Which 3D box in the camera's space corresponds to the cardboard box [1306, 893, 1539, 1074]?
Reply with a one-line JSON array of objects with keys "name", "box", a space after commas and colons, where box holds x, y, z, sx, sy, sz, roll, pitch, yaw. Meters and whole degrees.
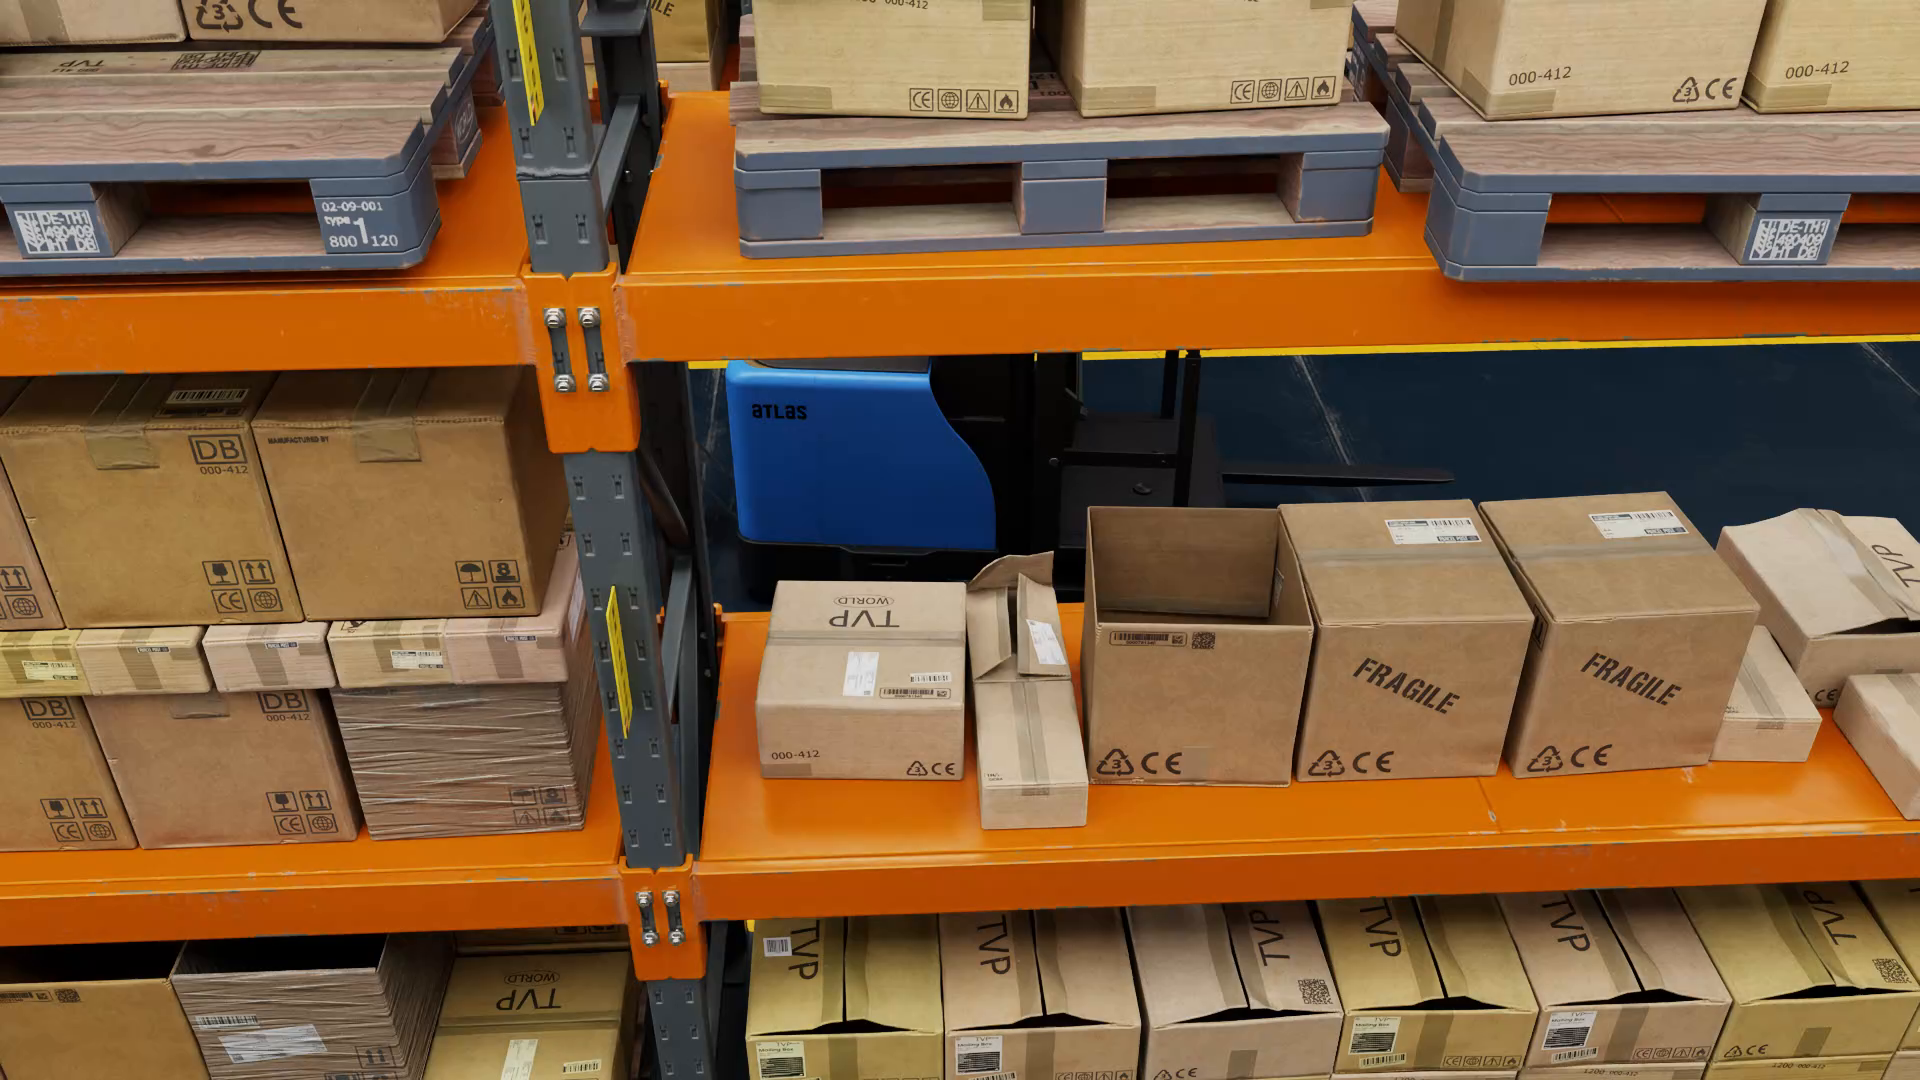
[{"name": "cardboard box", "box": [1.233, 1.143, 4.518, 0.500, 0.311, 0.500, -1, 35, -1]}]

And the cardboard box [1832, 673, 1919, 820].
[{"name": "cardboard box", "box": [2.383, 0.504, 4.107, 0.250, 0.149, 0.380, -2, 35, -2]}]

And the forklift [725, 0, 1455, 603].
[{"name": "forklift", "box": [0.626, -1.182, 6.383, 3.031, 2.935, 1.130, 2, 35, 3]}]

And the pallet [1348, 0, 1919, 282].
[{"name": "pallet", "box": [1.478, -0.836, 3.352, 1.213, 0.211, 1.003, 0, 35, 0]}]

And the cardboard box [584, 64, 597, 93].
[{"name": "cardboard box", "box": [-1.922, -2.242, 7.967, 0.500, 0.250, 0.500, -1, 35, -2]}]

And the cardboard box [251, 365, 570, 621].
[{"name": "cardboard box", "box": [-1.170, -0.232, 3.722, 0.500, 0.500, 0.700, -1, 35, -2]}]

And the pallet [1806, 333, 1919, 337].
[{"name": "pallet", "box": [5.037, -1.460, 9.174, 1.213, 0.211, 1.003, -2, 35, -2]}]

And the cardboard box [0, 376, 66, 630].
[{"name": "cardboard box", "box": [-2.175, -0.205, 3.682, 0.500, 0.500, 0.700, -2, 35, -2]}]

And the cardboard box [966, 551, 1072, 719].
[{"name": "cardboard box", "box": [0.143, 0.254, 4.365, 0.258, 0.266, 0.396, -2, 35, -3]}]

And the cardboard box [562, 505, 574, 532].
[{"name": "cardboard box", "box": [-1.004, -0.084, 4.077, 0.250, 0.149, 0.380, -2, 35, -2]}]

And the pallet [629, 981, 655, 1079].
[{"name": "pallet", "box": [-1.523, 1.471, 4.939, 1.213, 0.211, 1.003, -2, 35, -2]}]

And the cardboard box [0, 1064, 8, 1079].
[{"name": "cardboard box", "box": [-2.678, 1.157, 4.330, 0.500, 0.500, 0.500, -2, 35, -2]}]

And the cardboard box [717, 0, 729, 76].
[{"name": "cardboard box", "box": [-1.445, -2.545, 8.405, 0.500, 0.250, 0.500, -1, 35, -2]}]

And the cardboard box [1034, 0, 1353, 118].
[{"name": "cardboard box", "box": [0.438, -1.045, 3.251, 0.500, 0.250, 0.500, -5, 35, -7]}]

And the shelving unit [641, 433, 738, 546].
[{"name": "shelving unit", "box": [-1.367, -0.490, 7.014, 0.189, 1.200, 0.258, -31, 28, 22]}]

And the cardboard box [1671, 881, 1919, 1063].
[{"name": "cardboard box", "box": [2.238, 1.118, 4.553, 0.500, 0.311, 0.500, -2, 35, -3]}]

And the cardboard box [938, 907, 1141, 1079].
[{"name": "cardboard box", "box": [0.198, 1.174, 4.472, 0.500, 0.311, 0.500, -2, 35, -3]}]

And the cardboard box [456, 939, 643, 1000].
[{"name": "cardboard box", "box": [-1.204, 1.125, 5.036, 0.500, 0.250, 0.500, -2, 35, -2]}]

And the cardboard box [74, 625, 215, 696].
[{"name": "cardboard box", "box": [-1.759, 0.170, 3.711, 0.250, 0.149, 0.380, -2, 35, -2]}]

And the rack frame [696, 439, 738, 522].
[{"name": "rack frame", "box": [-1.294, -0.534, 6.980, 0.006, 1.200, 0.240, -31, 28, 22]}]

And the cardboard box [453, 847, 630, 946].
[{"name": "cardboard box", "box": [-1.205, 0.811, 4.831, 0.500, 0.500, 0.500, -2, 35, -2]}]

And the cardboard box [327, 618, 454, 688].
[{"name": "cardboard box", "box": [-1.235, 0.154, 3.734, 0.250, 0.149, 0.380, -2, 35, -3]}]

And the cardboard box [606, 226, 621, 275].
[{"name": "cardboard box", "box": [-2.000, -1.591, 8.723, 0.500, 0.500, 0.500, -4, 35, -6]}]

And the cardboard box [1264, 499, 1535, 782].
[{"name": "cardboard box", "box": [1.068, 0.247, 4.170, 0.500, 0.500, 0.500, -1, 35, -2]}]

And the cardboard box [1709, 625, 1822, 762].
[{"name": "cardboard box", "box": [1.997, 0.389, 4.273, 0.250, 0.149, 0.380, 1, 35, 1]}]

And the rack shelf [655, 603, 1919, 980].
[{"name": "rack shelf", "box": [1.271, 0.569, 4.424, 4.000, 0.370, 1.077, -2, 35, -2]}]

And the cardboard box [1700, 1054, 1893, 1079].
[{"name": "cardboard box", "box": [2.240, 1.346, 4.717, 0.500, 0.250, 0.500, -2, 35, -3]}]

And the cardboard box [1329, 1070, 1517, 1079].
[{"name": "cardboard box", "box": [1.224, 1.373, 4.677, 0.500, 0.250, 0.500, -1, 35, -1]}]

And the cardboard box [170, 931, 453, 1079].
[{"name": "cardboard box", "box": [-1.680, 1.120, 4.384, 0.500, 0.500, 0.500, -2, 35, -2]}]

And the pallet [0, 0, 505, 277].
[{"name": "pallet", "box": [-1.578, -0.832, 3.259, 1.213, 0.211, 1.003, -2, 35, -2]}]

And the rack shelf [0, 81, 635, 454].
[{"name": "rack shelf", "box": [-2.725, -0.557, 3.415, 4.000, 0.370, 1.077, -2, 35, -2]}]

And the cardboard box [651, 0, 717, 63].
[{"name": "cardboard box", "box": [-1.423, -2.555, 7.762, 0.500, 0.500, 0.500, -2, 35, -2]}]

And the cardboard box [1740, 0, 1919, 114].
[{"name": "cardboard box", "box": [1.723, -1.048, 3.255, 0.500, 0.250, 0.500, -2, 35, -3]}]

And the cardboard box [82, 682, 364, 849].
[{"name": "cardboard box", "box": [-1.696, 0.319, 4.065, 0.500, 0.500, 0.700, -2, 35, -3]}]

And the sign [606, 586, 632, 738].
[{"name": "sign", "box": [-0.699, 0.254, 3.417, 0.005, 0.325, 0.100, -2, 35, -2]}]

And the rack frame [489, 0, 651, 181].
[{"name": "rack frame", "box": [-0.727, -2.140, 2.435, 0.127, 3.000, 1.000, -2, 35, -2]}]

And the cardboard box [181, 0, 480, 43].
[{"name": "cardboard box", "box": [-1.243, -1.314, 3.297, 0.500, 0.500, 0.500, 1, 35, 2]}]

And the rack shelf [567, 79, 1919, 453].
[{"name": "rack shelf", "box": [1.271, -0.665, 3.571, 4.000, 0.370, 1.077, -2, 35, -2]}]

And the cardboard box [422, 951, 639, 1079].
[{"name": "cardboard box", "box": [-1.180, 1.422, 4.607, 0.500, 0.250, 0.500, -2, 35, -2]}]
